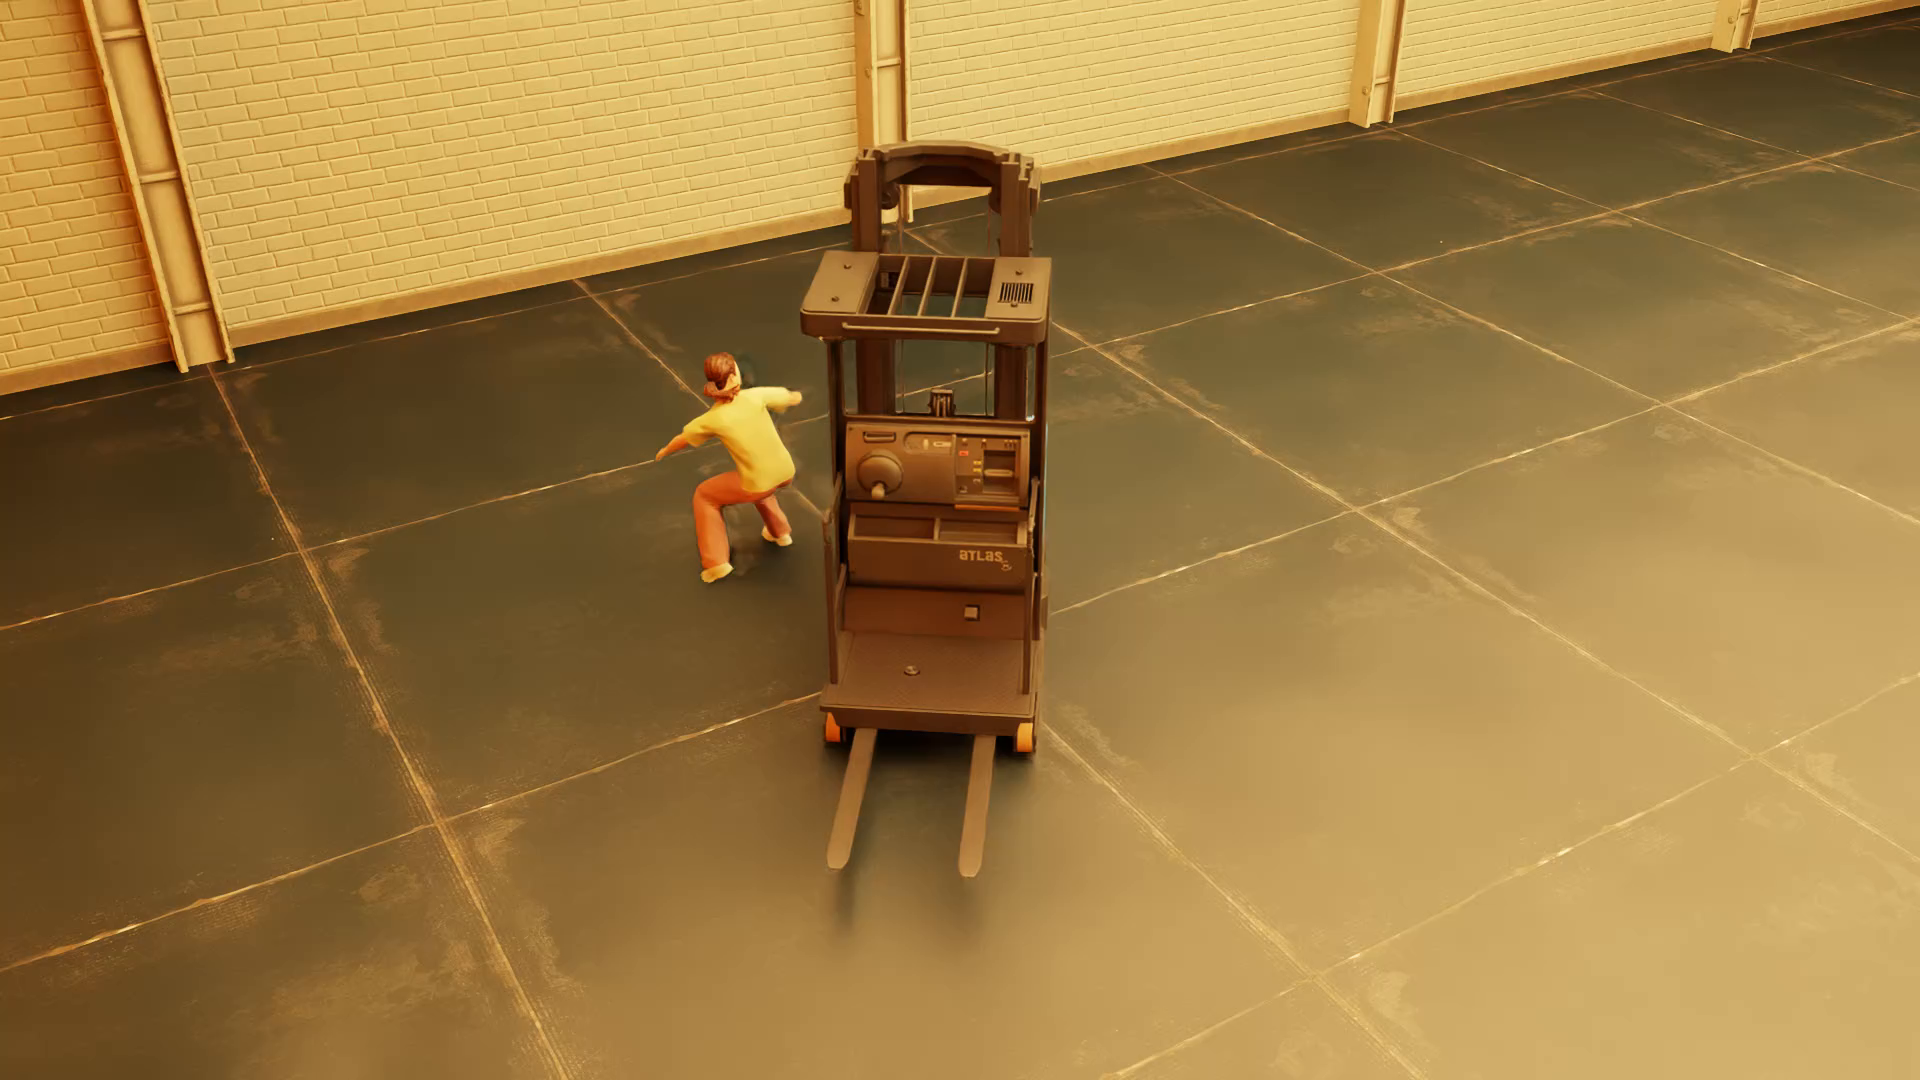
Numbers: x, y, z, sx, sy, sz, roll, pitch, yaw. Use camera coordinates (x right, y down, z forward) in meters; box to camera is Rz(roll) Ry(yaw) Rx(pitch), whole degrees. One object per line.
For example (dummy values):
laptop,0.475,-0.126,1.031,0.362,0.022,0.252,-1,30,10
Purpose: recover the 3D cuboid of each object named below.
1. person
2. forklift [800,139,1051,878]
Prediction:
person,-1.345,-0.484,9.965,0.722,1.417,0.796,-22,37,-32
forklift,-0.131,-0.331,8.199,1.130,2.935,3.031,3,31,4
